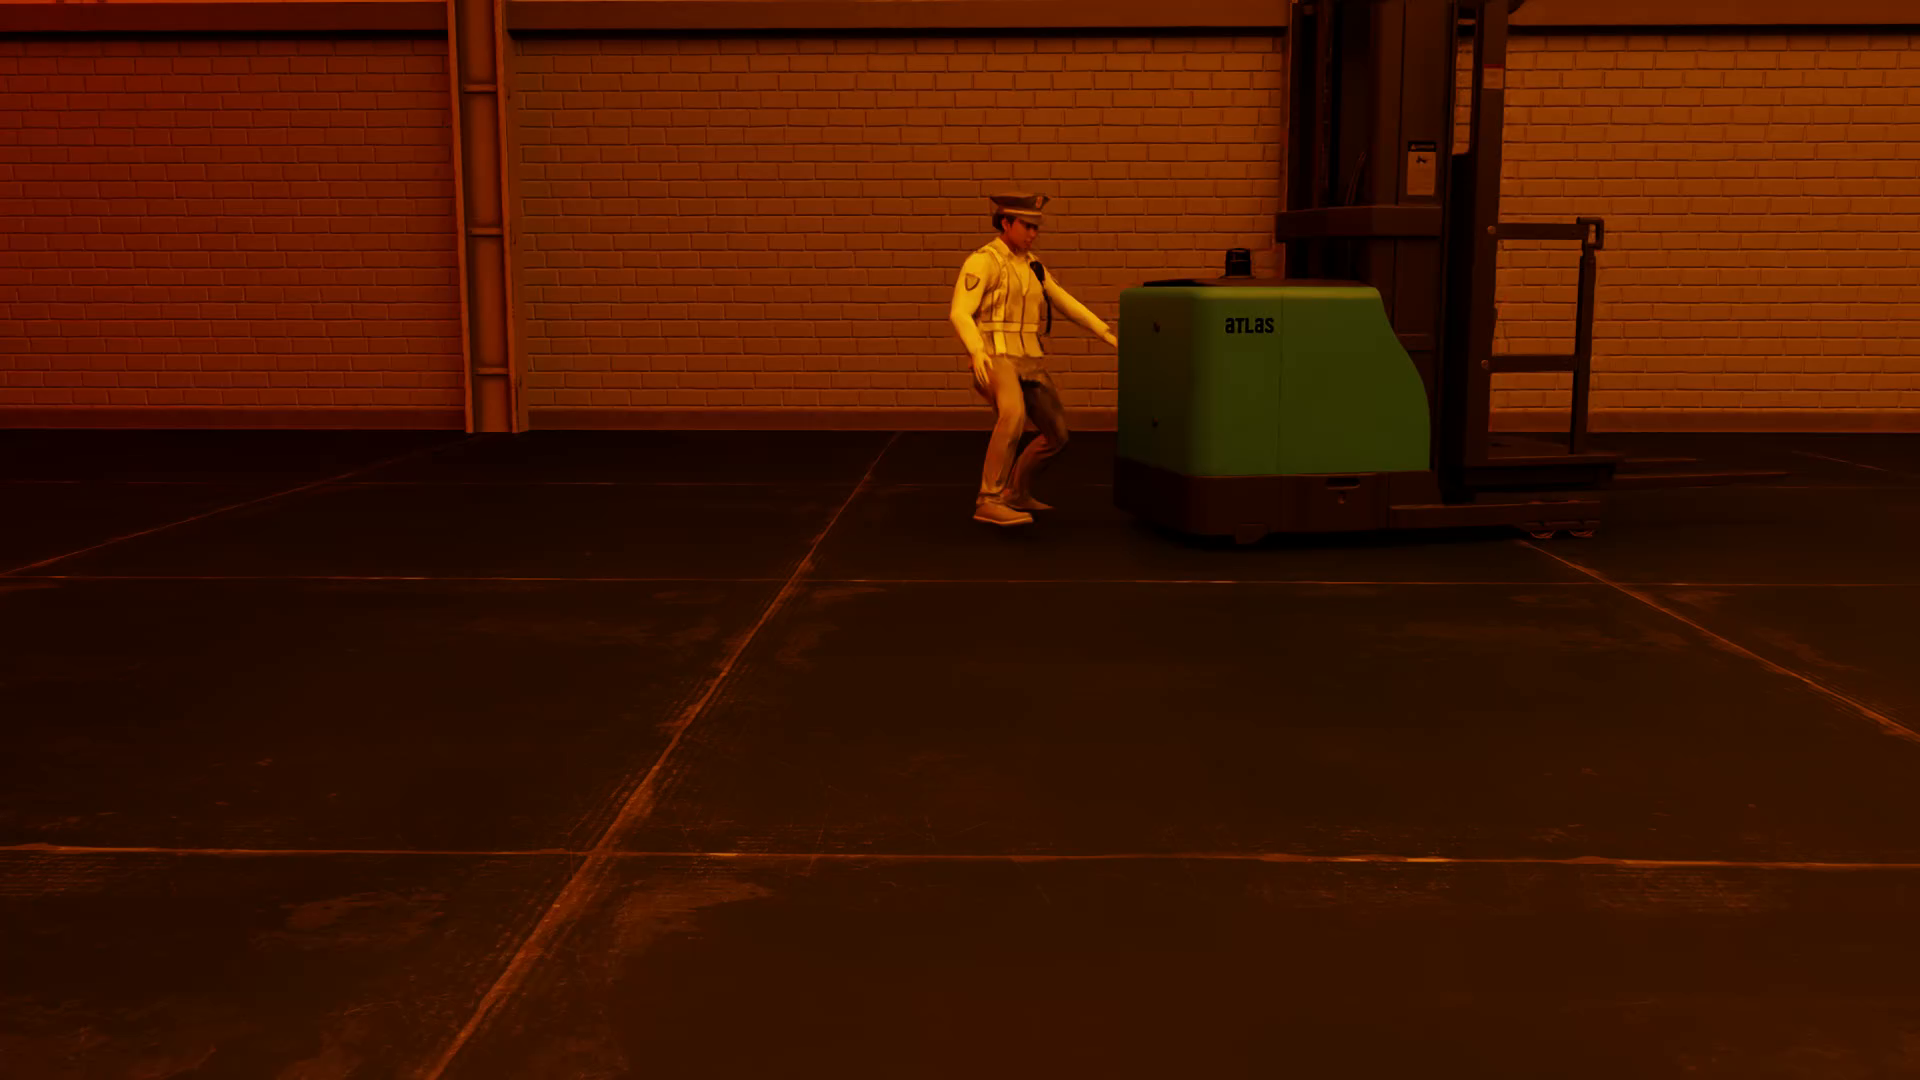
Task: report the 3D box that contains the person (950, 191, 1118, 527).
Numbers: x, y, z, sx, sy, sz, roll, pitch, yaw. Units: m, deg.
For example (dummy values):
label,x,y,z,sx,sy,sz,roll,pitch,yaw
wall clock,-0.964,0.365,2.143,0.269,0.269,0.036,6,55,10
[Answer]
label,x,y,z,sx,sy,sz,roll,pitch,yaw
person,0.301,-0.815,7.618,0.899,1.539,0.775,-8,12,-42

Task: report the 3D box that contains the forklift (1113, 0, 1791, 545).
label,x,y,z,sx,sy,sz,roll,pitch,yaw
forklift,2.281,-1.526,7.409,3.031,2.935,1.130,-2,9,-14
